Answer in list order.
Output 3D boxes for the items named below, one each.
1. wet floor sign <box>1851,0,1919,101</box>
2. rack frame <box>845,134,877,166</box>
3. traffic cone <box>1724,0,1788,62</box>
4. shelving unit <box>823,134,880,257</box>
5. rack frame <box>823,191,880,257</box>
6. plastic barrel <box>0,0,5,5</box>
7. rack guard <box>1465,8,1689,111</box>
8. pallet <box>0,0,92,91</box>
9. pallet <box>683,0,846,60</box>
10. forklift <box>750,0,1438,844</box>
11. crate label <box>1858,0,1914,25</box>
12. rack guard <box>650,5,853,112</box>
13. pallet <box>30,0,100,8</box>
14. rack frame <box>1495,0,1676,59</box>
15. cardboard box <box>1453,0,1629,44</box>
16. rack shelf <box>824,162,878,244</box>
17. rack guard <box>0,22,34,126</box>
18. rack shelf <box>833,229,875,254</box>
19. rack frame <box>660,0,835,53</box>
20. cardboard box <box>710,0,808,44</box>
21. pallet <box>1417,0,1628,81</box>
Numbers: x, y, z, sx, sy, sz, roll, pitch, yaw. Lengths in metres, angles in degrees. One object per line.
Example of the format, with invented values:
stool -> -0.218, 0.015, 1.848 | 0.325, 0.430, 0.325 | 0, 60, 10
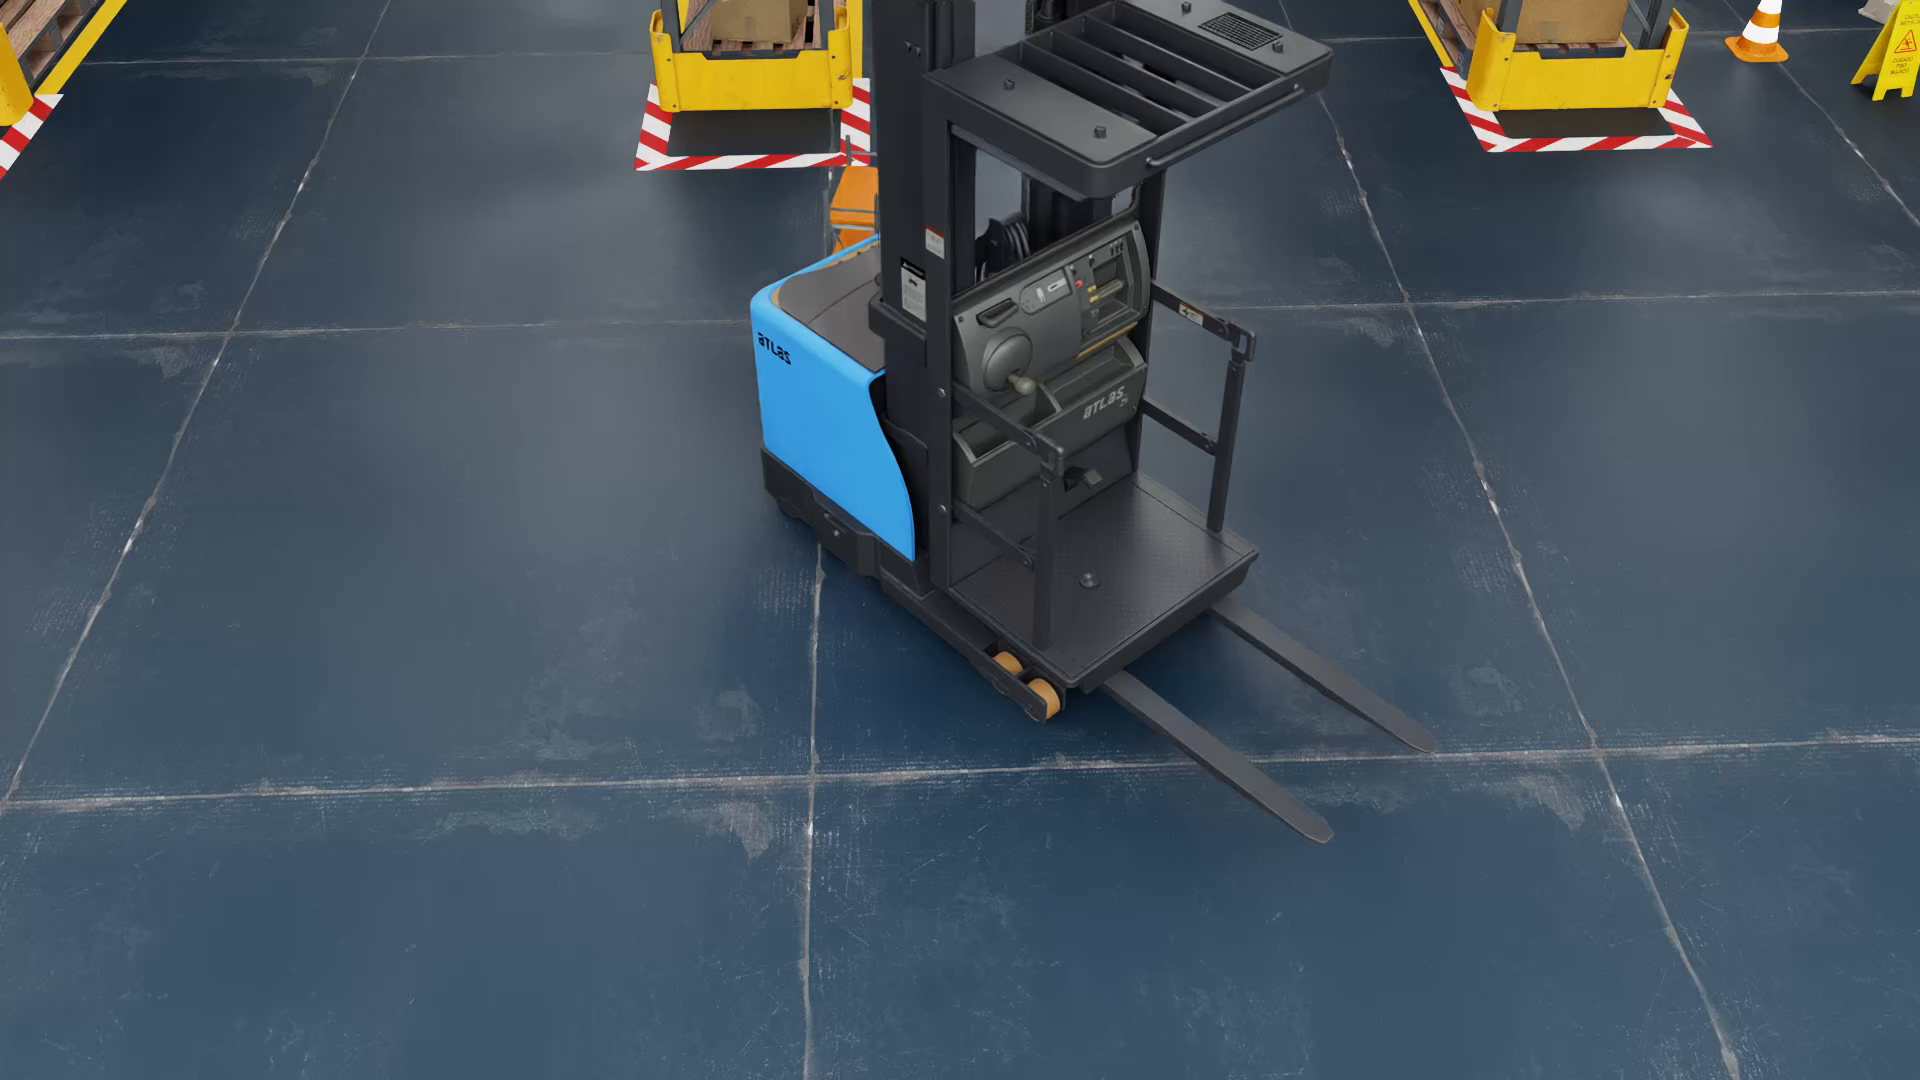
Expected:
wet floor sign -> 5.696, -3.023, 10.070 | 0.267, 0.644, 0.232 | -8, 43, -9
rack frame -> -0.395, -1.360, 7.846 | 0.240, 1.200, 0.015 | 6, 43, 6
traffic cone -> 5.113, -3.317, 10.527 | 0.336, 0.463, 0.334 | -2, 43, -2
shelving unit -> -0.430, -1.197, 7.668 | 0.258, 1.200, 0.503 | 6, 43, 6
rack frame -> -0.465, -1.034, 7.490 | 0.240, 1.200, 0.015 | 6, 43, 6
plastic barrel -> -6.317, -3.655, 10.548 | 0.421, 0.512, 0.421 | 0, 43, 0
rack guard -> 3.718, -2.916, 10.061 | 1.175, 0.500, 0.348 | -2, 43, -2
pallet -> -6.271, -3.208, 10.593 | 1.003, 0.211, 1.213 | -2, 43, -2
pallet -> -1.245, -3.352, 10.751 | 1.003, 0.211, 1.213 | -2, 43, -2
forklift -> 0.490, -0.769, 5.920 | 1.130, 2.935, 3.031 | -32, 51, -30
crate label -> 6.161, -3.529, 10.999 | 0.250, 0.136, 0.298 | -23, 47, -23
rack guard -> -1.246, -2.909, 10.054 | 1.175, 0.500, 0.348 | -2, 43, -2
pallet -> -6.320, -4.029, 11.490 | 1.003, 0.211, 1.213 | -2, 43, -2
rack frame -> 3.717, -3.853, 9.234 | 1.000, 3.000, 0.127 | -2, 43, -2
cardboard box -> 3.622, -3.681, 10.307 | 0.875, 0.875, 0.875 | -1, 43, -2
rack shelf -> -0.430, -1.487, 7.403 | 0.258, 0.148, 0.480 | 6, 43, 6
rack guard -> -6.242, -2.766, 9.897 | 1.175, 0.500, 0.348 | -2, 43, -2
rack shelf -> -0.430, -1.313, 7.563 | 0.258, 0.148, 0.480 | 6, 43, 6
rack frame -> -1.243, -3.779, 9.153 | 1.000, 3.000, 0.127 | -2, 43, -2
cardboard box -> -1.253, -3.435, 10.316 | 0.500, 0.500, 0.500 | 6, 43, 6
pallet -> 3.605, -3.363, 10.763 | 1.003, 0.211, 1.213 | -2, 43, -2
